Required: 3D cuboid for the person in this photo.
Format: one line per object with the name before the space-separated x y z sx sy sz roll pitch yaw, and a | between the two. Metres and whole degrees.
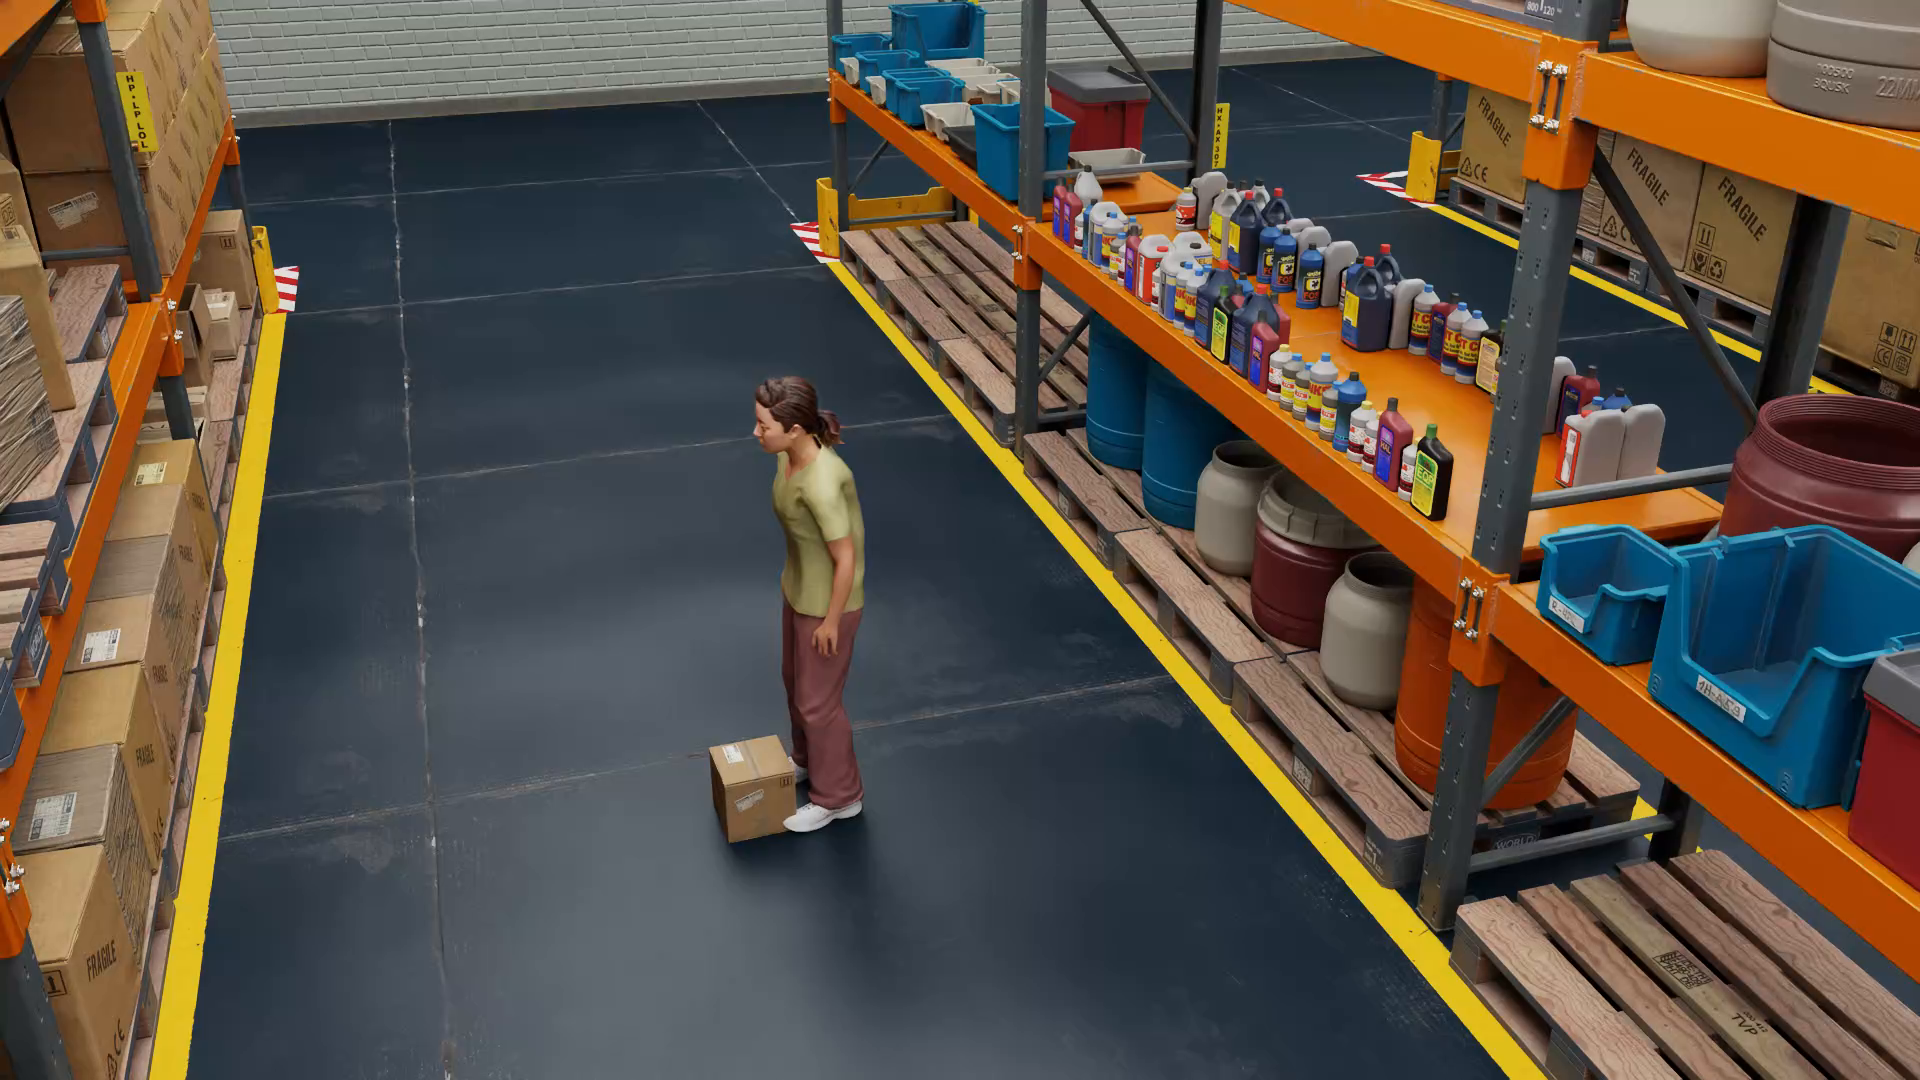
person | -0.505 0.212 5.690 0.351 1.672 0.507 -9 28 -17
